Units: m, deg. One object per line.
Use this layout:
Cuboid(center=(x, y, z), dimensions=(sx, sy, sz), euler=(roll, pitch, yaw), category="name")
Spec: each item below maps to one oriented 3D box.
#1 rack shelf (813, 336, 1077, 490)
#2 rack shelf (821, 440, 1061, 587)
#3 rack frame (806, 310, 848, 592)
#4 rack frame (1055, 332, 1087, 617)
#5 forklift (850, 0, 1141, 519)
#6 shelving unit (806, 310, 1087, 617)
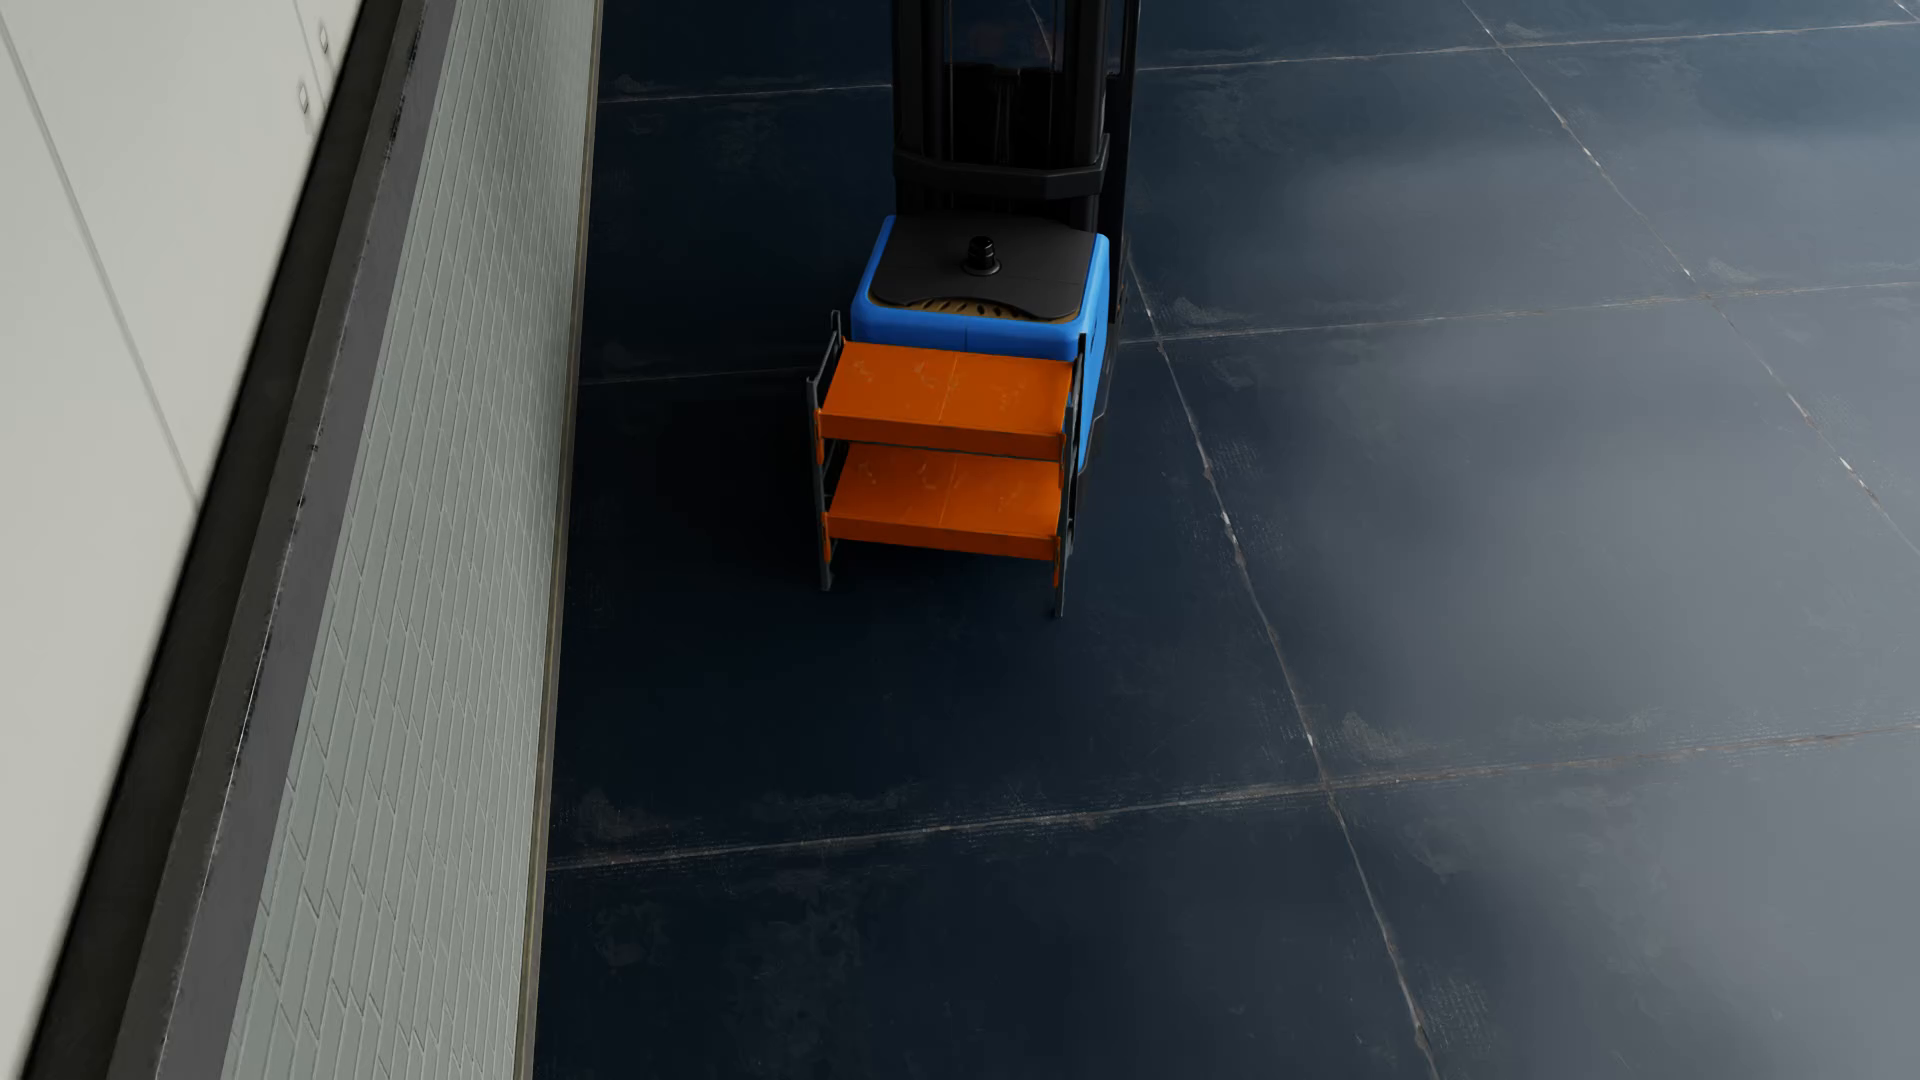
Cuboid(center=(-0.044, -0.525, 6.770), dimensions=(1.000, 0.278, 0.538), euler=(6, 42, 7), category="rack shelf")
Cuboid(center=(-0.044, -0.126, 7.130), dimensions=(1.000, 0.278, 0.538), euler=(6, 42, 7), category="rack shelf")
Cuboid(center=(-0.546, -0.361, 7.025), dimensions=(0.032, 1.125, 0.500), euler=(6, 42, 7), category="rack frame")
Cuboid(center=(0.458, -0.255, 6.908), dimensions=(0.032, 1.125, 0.500), euler=(6, 42, 7), category="rack frame")
Cuboid(center=(0.281, -2.175, 7.689), dimensions=(1.130, 2.935, 3.031), euler=(7, 42, 7), category="forklift")
Cuboid(center=(-0.044, -0.308, 6.966), dimensions=(1.048, 1.125, 0.538), euler=(6, 42, 7), category="shelving unit")
